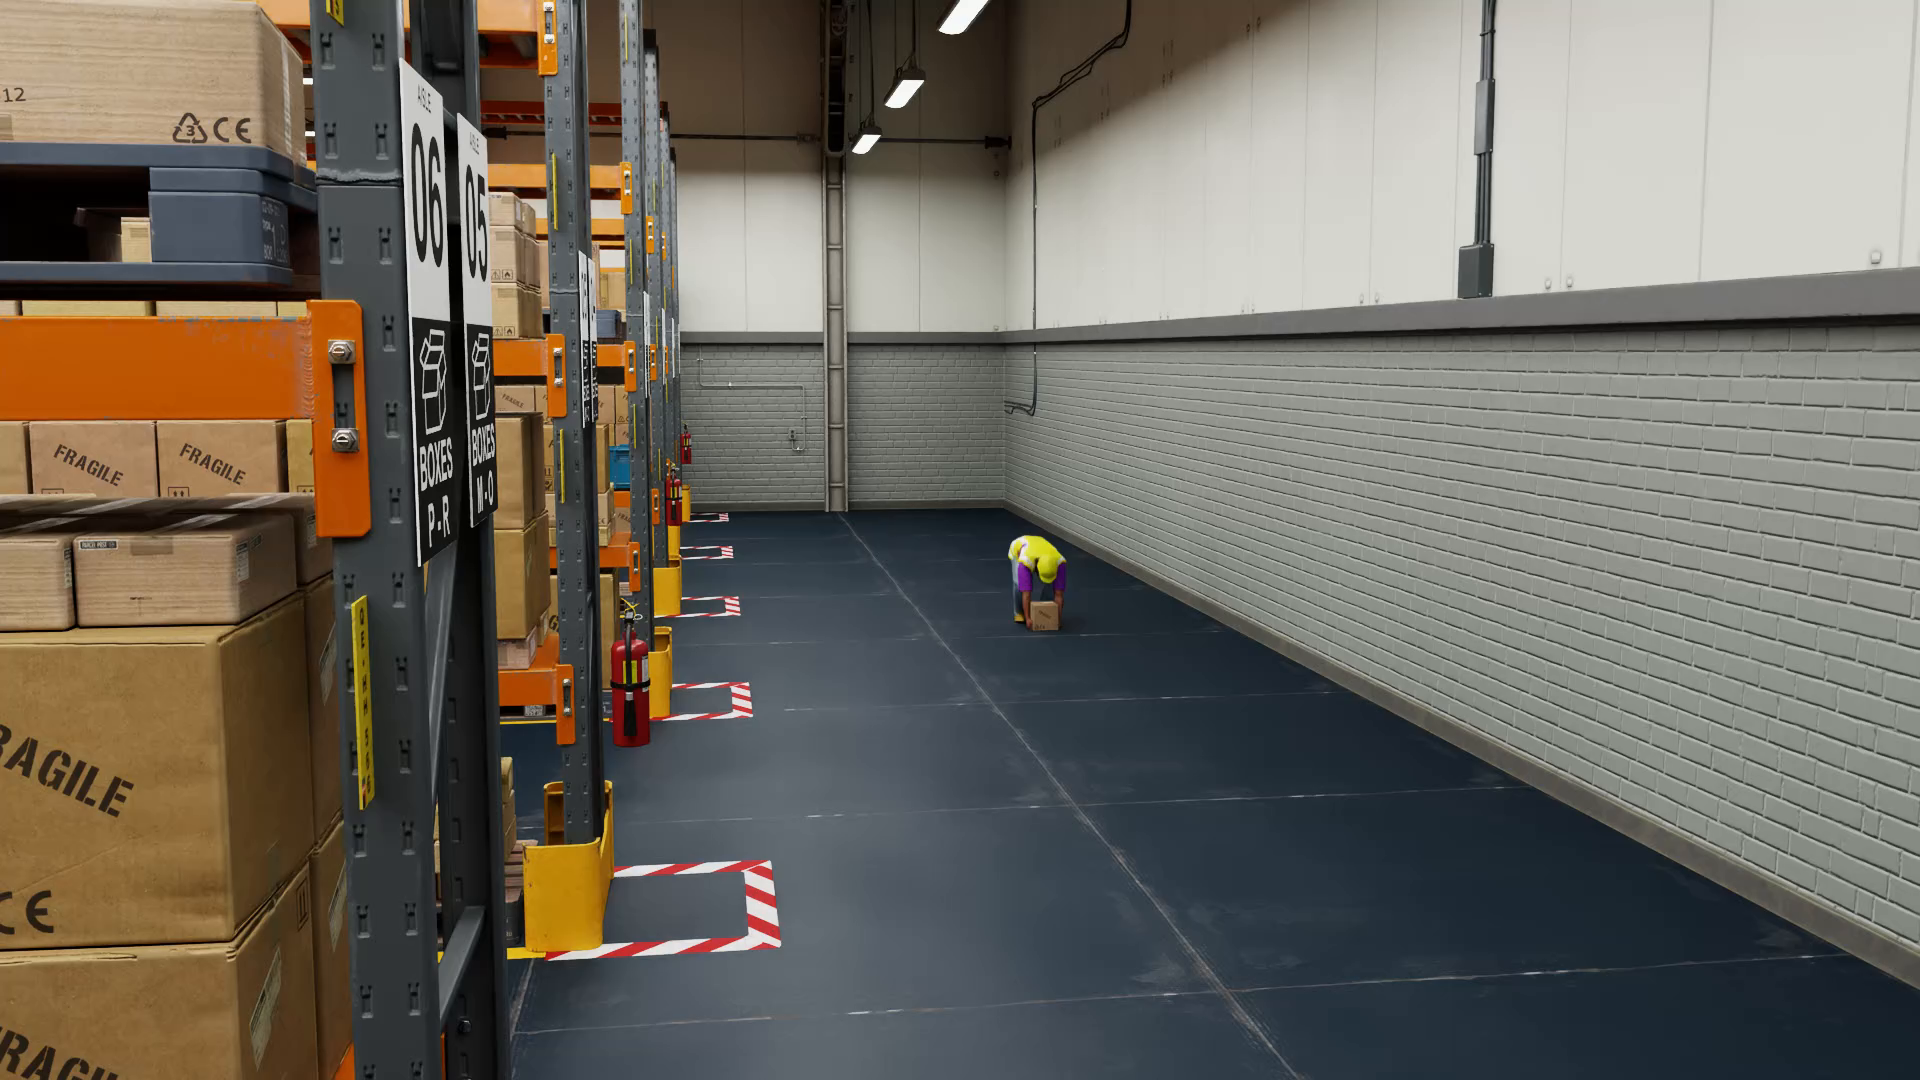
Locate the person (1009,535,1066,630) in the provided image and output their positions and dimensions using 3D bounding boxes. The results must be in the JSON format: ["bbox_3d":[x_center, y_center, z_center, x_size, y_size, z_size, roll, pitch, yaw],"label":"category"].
[{"bbox_3d":[0.795,0.420,16.873,0.514,0.897,0.978,-1,7,-11],"label":"person"}]
